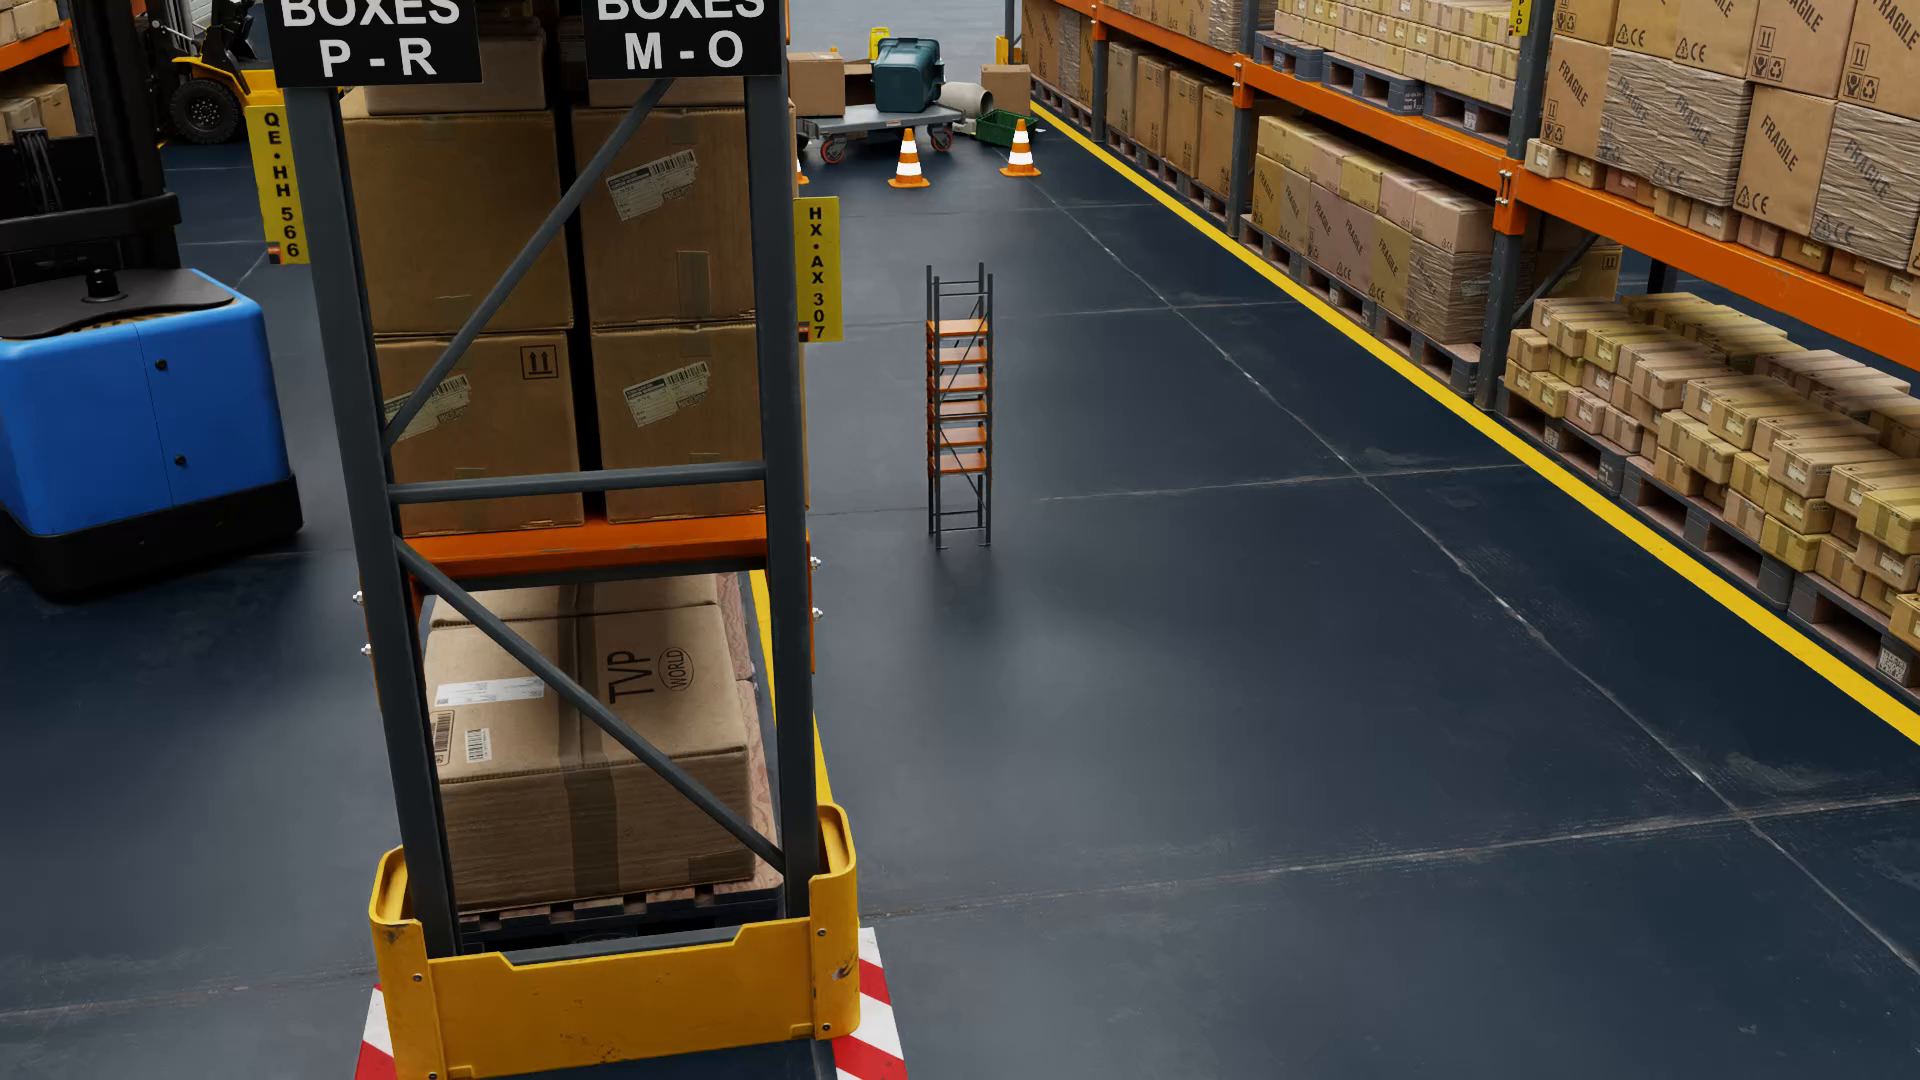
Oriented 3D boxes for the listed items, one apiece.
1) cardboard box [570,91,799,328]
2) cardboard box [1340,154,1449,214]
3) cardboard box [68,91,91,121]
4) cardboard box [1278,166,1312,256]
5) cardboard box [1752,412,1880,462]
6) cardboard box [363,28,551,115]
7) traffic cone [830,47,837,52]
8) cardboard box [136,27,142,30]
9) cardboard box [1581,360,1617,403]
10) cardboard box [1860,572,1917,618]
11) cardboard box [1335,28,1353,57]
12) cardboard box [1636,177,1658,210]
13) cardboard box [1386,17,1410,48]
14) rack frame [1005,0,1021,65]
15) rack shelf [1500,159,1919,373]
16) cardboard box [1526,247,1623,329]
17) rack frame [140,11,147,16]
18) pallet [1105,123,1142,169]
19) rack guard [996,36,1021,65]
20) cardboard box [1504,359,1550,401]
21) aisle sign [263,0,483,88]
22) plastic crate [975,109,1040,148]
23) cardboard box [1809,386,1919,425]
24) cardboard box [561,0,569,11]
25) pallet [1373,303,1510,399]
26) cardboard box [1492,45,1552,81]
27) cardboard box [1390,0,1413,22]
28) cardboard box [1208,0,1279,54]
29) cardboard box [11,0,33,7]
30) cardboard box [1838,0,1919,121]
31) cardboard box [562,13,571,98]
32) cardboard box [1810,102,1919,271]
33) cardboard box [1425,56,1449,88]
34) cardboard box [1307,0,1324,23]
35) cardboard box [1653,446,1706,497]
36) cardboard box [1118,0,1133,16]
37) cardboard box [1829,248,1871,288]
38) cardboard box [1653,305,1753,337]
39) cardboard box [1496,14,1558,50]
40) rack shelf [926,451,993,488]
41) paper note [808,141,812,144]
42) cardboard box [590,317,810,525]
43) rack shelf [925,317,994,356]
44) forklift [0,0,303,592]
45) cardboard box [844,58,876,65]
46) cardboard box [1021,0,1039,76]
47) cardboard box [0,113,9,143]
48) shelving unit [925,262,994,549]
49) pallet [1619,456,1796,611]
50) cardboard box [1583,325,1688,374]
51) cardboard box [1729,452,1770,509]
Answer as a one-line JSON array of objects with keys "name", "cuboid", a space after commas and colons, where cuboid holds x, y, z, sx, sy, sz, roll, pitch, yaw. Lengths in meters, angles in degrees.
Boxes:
[{"name": "cardboard box", "cuboid": [-0.670, -0.839, 4.050, 0.500, 0.500, 0.500, -5, 24, -11]}, {"name": "cardboard box", "cuboid": [2.666, -2.180, 10.154, 0.500, 0.250, 0.500, -5, 24, -12]}, {"name": "cardboard box", "cuboid": [-7.743, -3.851, 14.606, 0.500, 0.250, 0.500, -4, 24, -10]}, {"name": "cardboard box", "cuboid": [2.482, -2.230, 11.208, 0.500, 0.500, 0.500, -4, 24, -9]}, {"name": "cardboard box", "cuboid": [3.446, -0.395, 6.701, 0.380, 0.149, 0.250, -5, 24, -12]}, {"name": "cardboard box", "cuboid": [-1.124, -1.053, 3.729, 0.380, 0.149, 0.250, -4, 24, -9]}, {"name": "traffic cone", "cuboid": [-1.444, -5.398, 19.032, 0.336, 0.463, 0.334, -4, 24, -10]}, {"name": "cardboard box", "cuboid": [-8.102, -4.884, 16.347, 0.500, 0.250, 0.500, -4, 24, -9]}, {"name": "cardboard box", "cuboid": [3.213, -0.775, 7.942, 0.380, 0.149, 0.250, -4, 24, -10]}, {"name": "cardboard box", "cuboid": [3.572, 0.187, 6.111, 0.380, 0.149, 0.250, -4, 24, -10]}, {"name": "cardboard box", "cuboid": [2.593, -3.142, 10.486, 0.380, 0.149, 0.250, -4, 24, -8]}, {"name": "cardboard box", "cuboid": [3.242, -1.550, 7.364, 0.380, 0.149, 0.250, -5, 24, -12]}, {"name": "cardboard box", "cuboid": [2.730, -2.979, 9.740, 0.380, 0.149, 0.250, -4, 24, -10]}, {"name": "rack frame", "cuboid": [1.026, -6.825, 19.129, 1.000, 3.000, 0.127, -4, 24, -10]}, {"name": "rack shelf", "cuboid": [3.615, -0.988, 6.664, 1.077, 0.370, 4.000, -4, 24, -10]}, {"name": "cardboard box", "cuboid": [3.369, -1.462, 9.448, 0.500, 0.500, 0.500, -3, 24, -8]}, {"name": "rack frame", "cuboid": [-8.697, -6.050, 17.354, 1.000, 3.000, 0.127, -4, 24, -10]}, {"name": "pallet", "cuboid": [1.983, -3.676, 15.402, 1.003, 0.211, 1.213, -4, 24, -10]}, {"name": "rack guard", "cuboid": [1.022, -5.689, 19.651, 1.175, 0.500, 0.348, -4, 24, -10]}, {"name": "cardboard box", "cuboid": [2.997, -0.824, 8.426, 0.380, 0.149, 0.250, -5, 24, -12]}, {"name": "aisle sign", "cuboid": [-1.152, -1.265, 3.152, 0.394, 0.787, 0.004, -4, 24, -10]}, {"name": "plastic crate", "cuboid": [0.447, -3.961, 16.012, 0.450, 0.188, 0.662, 17, 27, 13]}, {"name": "cardboard box", "cuboid": [3.819, -0.529, 7.008, 0.380, 0.149, 0.250, -4, 24, -10]}, {"name": "cardboard box", "cuboid": [-1.512, -1.858, 5.572, 0.380, 0.149, 0.250, -4, 24, -10]}, {"name": "pallet", "cuboid": [3.100, -1.133, 9.580, 1.003, 0.211, 1.213, -4, 24, -10]}, {"name": "cardboard box", "cuboid": [2.978, -2.460, 8.553, 0.380, 0.149, 0.250, -4, 24, -8]}, {"name": "cardboard box", "cuboid": [2.739, -3.111, 9.671, 0.380, 0.149, 0.250, -5, 24, -12]}, {"name": "cardboard box", "cuboid": [2.159, -3.881, 12.264, 0.500, 0.500, 0.500, -4, 24, -10]}, {"name": "cardboard box", "cuboid": [-7.513, -4.261, 12.821, 0.500, 0.250, 0.500, -5, 24, -11]}, {"name": "cardboard box", "cuboid": [3.457, -1.737, 5.732, 0.500, 0.500, 0.500, -3, 24, -7]}, {"name": "cardboard box", "cuboid": [-1.489, -1.397, 5.328, 0.500, 0.500, 0.500, -4, 24, -10]}, {"name": "cardboard box", "cuboid": [3.456, -1.273, 5.920, 0.500, 0.500, 0.500, -4, 24, -10]}, {"name": "cardboard box", "cuboid": [2.839, -2.623, 9.296, 0.380, 0.149, 0.250, -6, 24, -12]}, {"name": "cardboard box", "cuboid": [2.503, -3.476, 10.878, 0.380, 0.149, 0.250, -5, 24, -11]}, {"name": "cardboard box", "cuboid": [3.277, -0.316, 7.264, 0.380, 0.149, 0.250, -5, 24, -11]}, {"name": "cardboard box", "cuboid": [1.693, -4.872, 14.532, 0.500, 0.500, 0.500, -4, 24, -9]}, {"name": "cardboard box", "cuboid": [3.495, -1.037, 6.190, 0.380, 0.149, 0.250, -5, 24, -12]}, {"name": "cardboard box", "cuboid": [3.653, -1.045, 8.189, 0.380, 0.149, 0.250, -4, 24, -9]}, {"name": "cardboard box", "cuboid": [2.979, -2.598, 8.497, 0.380, 0.149, 0.250, -3, 24, -7]}, {"name": "rack shelf", "cuboid": [-0.003, -0.295, 7.137, 0.258, 0.103, 0.180, -4, 24, -10]}, {"name": "paper note", "cuboid": [-1.501, -3.820, 15.957, 0.148, 0.019, 0.142, -4, 24, -10]}, {"name": "cardboard box", "cuboid": [-0.667, -0.381, 4.250, 0.500, 0.500, 0.500, -4, 24, -10]}, {"name": "rack shelf", "cuboid": [-0.003, -0.845, 6.897, 0.258, 0.103, 0.180, -4, 24, -10]}, {"name": "forklift", "cuboid": [-4.197, -1.646, 7.356, 1.130, 2.935, 3.031, -19, 30, -37]}, {"name": "cardboard box", "cuboid": [-1.007, -4.771, 17.546, 0.637, 0.503, 0.797, 18, 29, 36]}, {"name": "cardboard box", "cuboid": [1.217, -5.782, 18.870, 0.875, 0.875, 0.875, -4, 24, -9]}, {"name": "cardboard box", "cuboid": [-7.573, -2.775, 12.298, 0.875, 0.625, 0.625, -5, 24, -12]}, {"name": "shelving unit", "cuboid": [-0.003, -0.556, 7.023, 0.258, 1.200, 0.189, -4, 24, -10]}, {"name": "pallet", "cuboid": [3.633, -0.084, 7.180, 1.003, 0.211, 1.213, -4, 24, -10]}, {"name": "cardboard box", "cuboid": [3.193, -0.904, 7.866, 0.380, 0.149, 0.250, -5, 24, -10]}, {"name": "cardboard box", "cuboid": [3.372, -0.249, 6.739, 0.380, 0.149, 0.250, -3, 24, -7]}]
